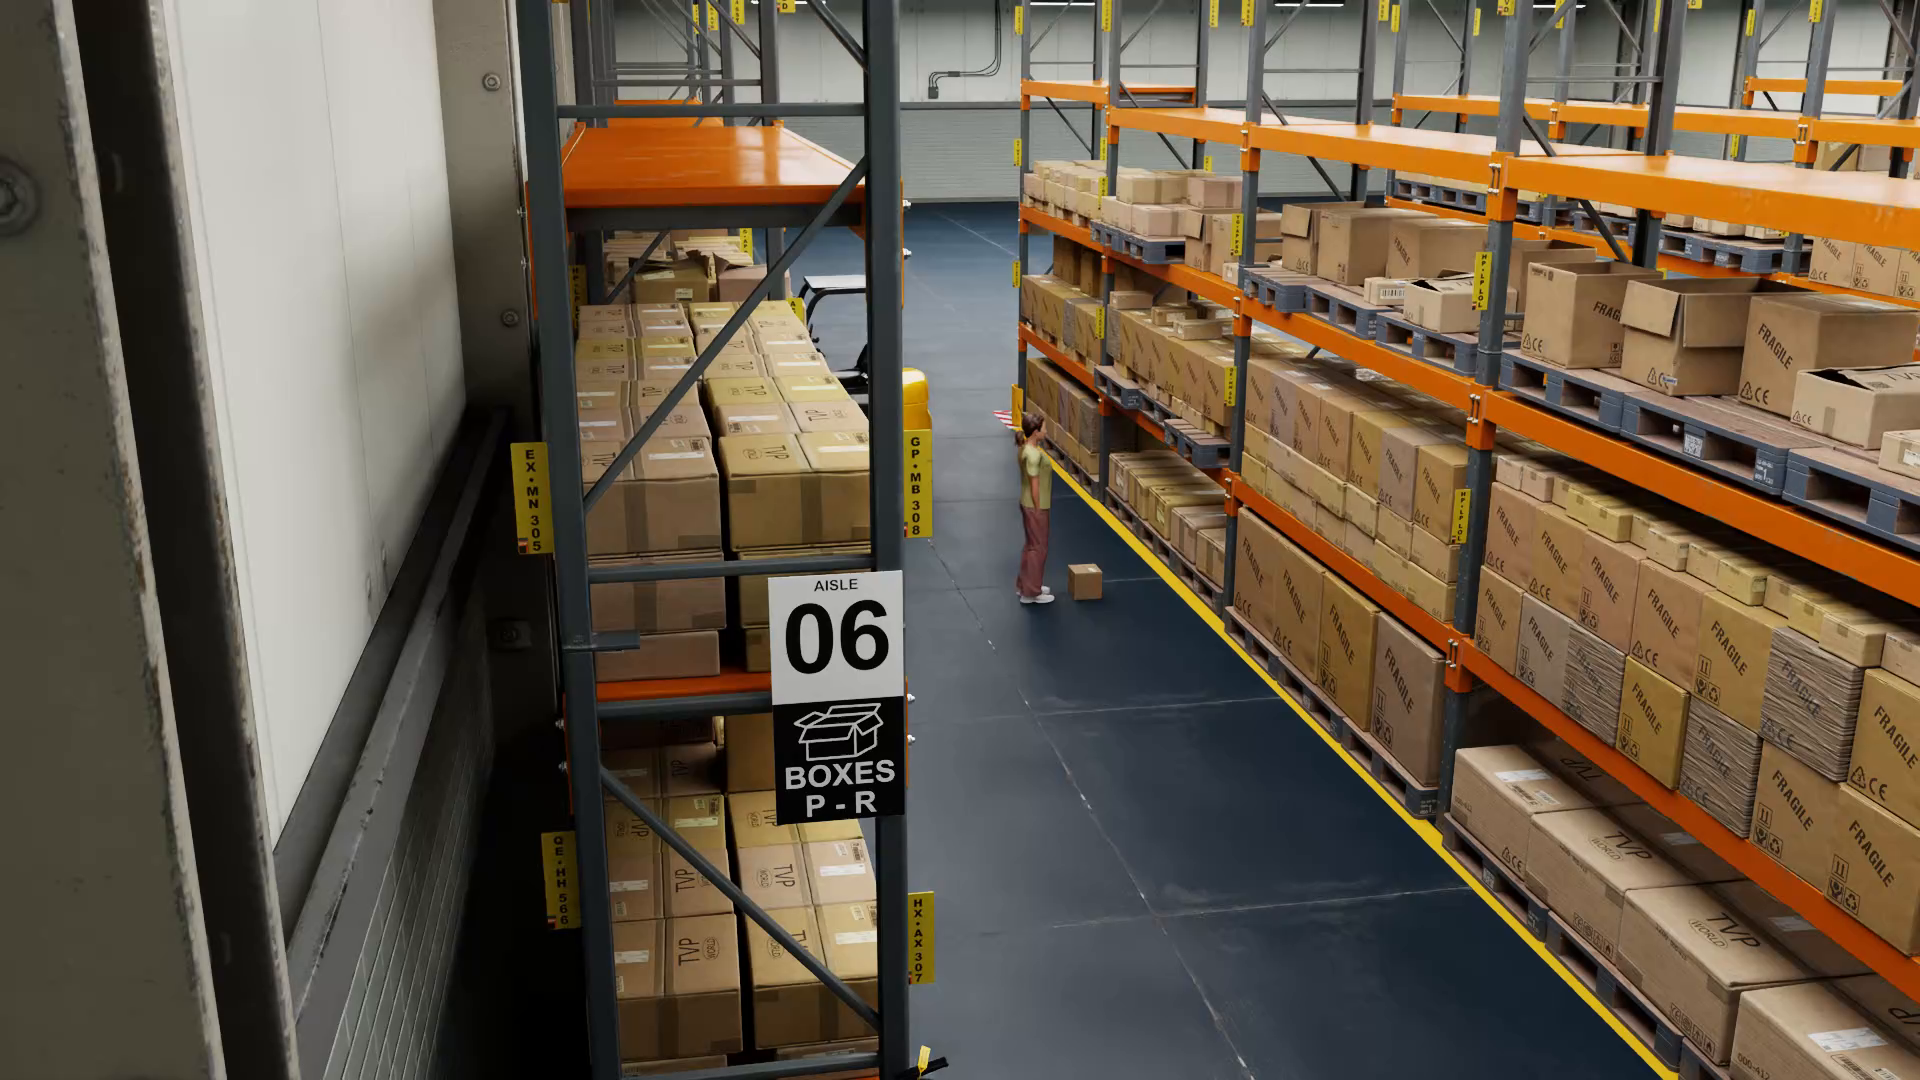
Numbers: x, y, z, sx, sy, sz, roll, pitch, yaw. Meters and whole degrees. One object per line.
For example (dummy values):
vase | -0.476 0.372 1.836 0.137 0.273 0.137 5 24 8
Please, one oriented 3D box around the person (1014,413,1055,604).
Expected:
person | 0.640 -0.286 14.523 0.365 1.670 0.442 -3 17 -9
